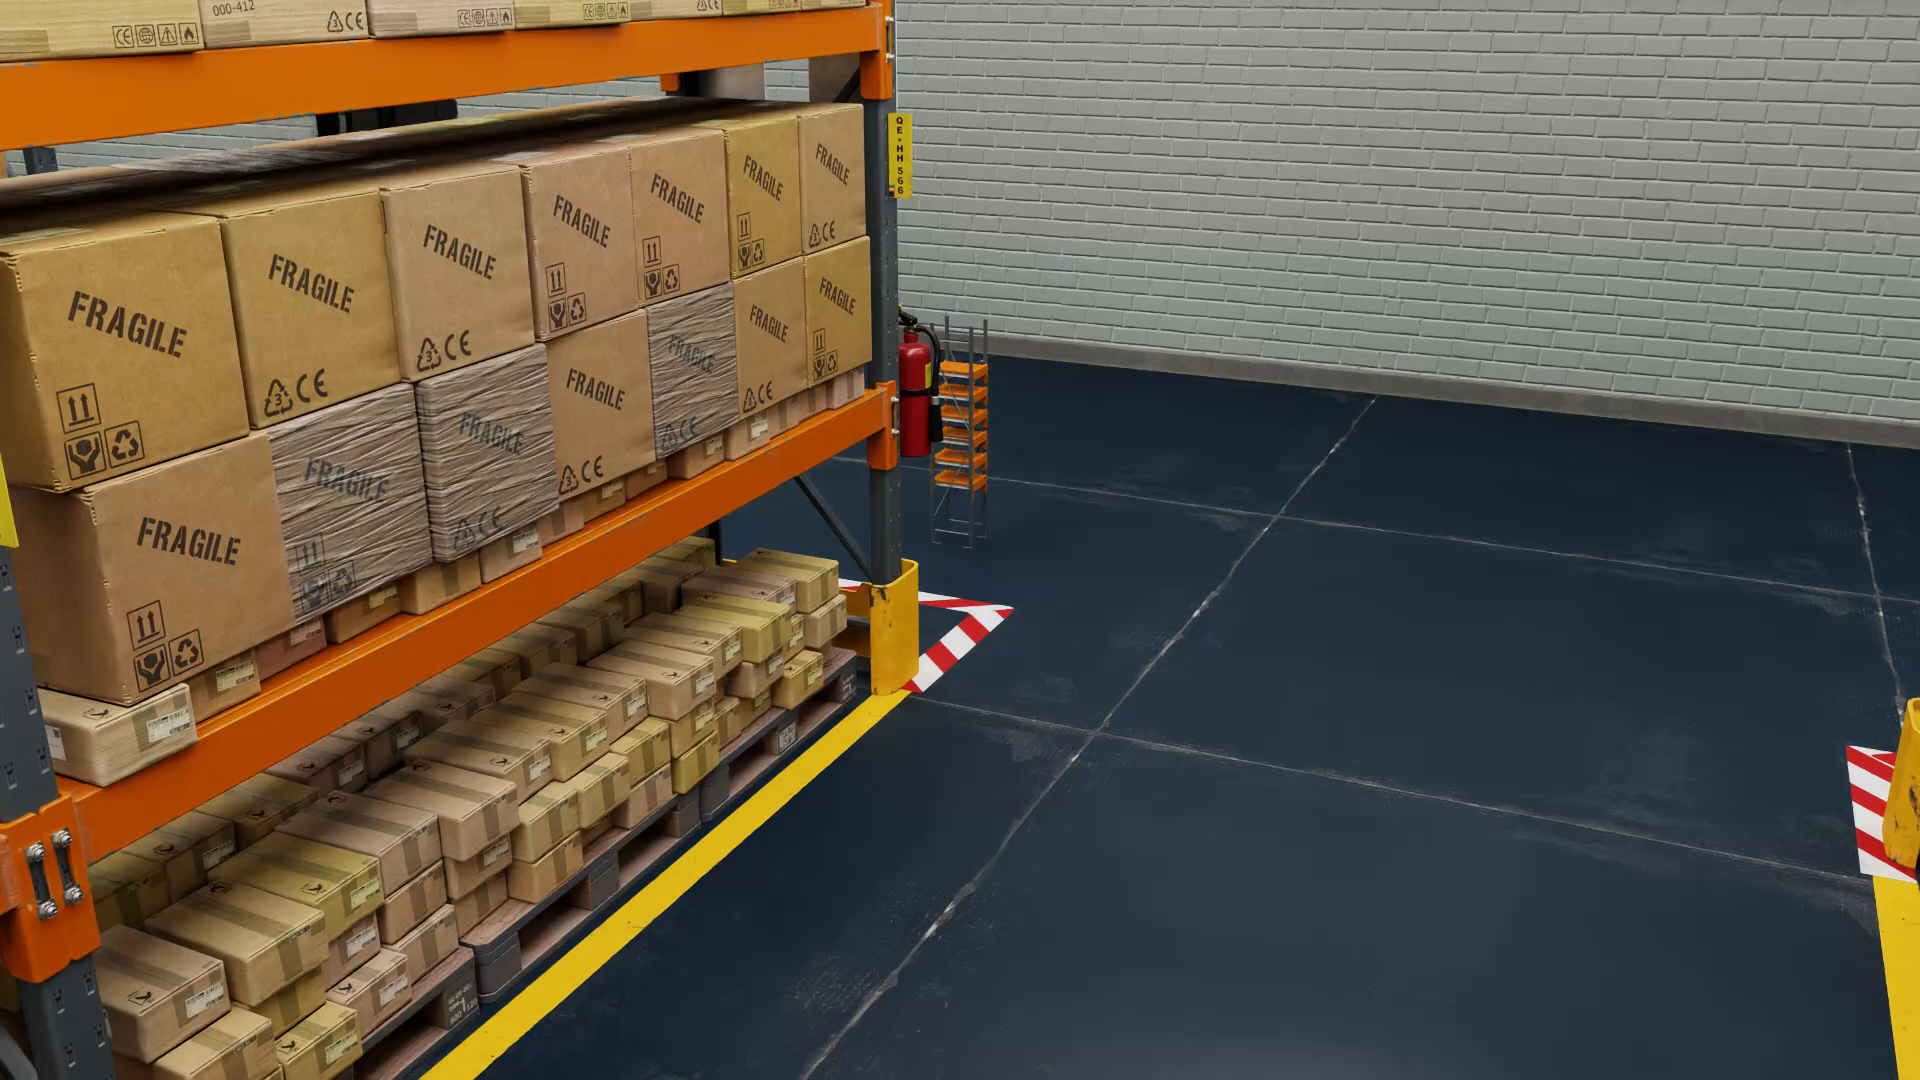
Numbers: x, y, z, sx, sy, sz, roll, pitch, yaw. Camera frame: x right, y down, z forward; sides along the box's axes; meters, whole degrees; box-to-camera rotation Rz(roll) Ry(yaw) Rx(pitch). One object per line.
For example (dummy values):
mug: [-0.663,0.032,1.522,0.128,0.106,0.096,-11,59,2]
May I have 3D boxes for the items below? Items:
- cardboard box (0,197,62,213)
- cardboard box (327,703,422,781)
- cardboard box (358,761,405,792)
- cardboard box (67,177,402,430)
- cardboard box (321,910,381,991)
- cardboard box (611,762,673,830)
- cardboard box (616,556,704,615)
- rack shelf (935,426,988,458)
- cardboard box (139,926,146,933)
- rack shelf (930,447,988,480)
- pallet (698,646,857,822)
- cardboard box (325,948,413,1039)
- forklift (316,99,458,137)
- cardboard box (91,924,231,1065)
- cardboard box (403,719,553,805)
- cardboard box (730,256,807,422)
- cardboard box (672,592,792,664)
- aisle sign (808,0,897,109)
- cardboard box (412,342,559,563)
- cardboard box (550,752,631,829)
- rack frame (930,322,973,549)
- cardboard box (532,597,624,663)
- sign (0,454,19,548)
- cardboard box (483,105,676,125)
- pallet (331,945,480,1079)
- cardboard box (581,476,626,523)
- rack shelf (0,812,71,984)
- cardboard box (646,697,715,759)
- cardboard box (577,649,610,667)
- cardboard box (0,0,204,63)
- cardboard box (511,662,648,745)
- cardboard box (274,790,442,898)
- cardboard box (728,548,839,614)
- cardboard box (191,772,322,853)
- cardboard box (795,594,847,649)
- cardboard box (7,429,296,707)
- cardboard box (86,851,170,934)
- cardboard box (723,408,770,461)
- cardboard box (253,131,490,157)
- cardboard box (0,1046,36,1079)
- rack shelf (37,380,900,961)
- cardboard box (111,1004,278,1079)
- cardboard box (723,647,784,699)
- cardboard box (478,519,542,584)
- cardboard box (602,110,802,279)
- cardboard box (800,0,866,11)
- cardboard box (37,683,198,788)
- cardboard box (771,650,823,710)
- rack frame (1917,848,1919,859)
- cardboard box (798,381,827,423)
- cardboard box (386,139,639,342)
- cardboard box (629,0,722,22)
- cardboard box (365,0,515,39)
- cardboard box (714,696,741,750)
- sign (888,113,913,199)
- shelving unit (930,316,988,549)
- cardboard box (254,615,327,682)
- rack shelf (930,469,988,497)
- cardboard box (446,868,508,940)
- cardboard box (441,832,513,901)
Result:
cardboard box: [-2.425,-0.514,3.852,0.500,0.500,0.500,8,21,21]
cardboard box: [-1.995,0.637,5.441,0.380,0.149,0.250,8,21,21]
cardboard box: [-1.931,0.799,5.430,0.380,0.149,0.250,7,21,20]
cardboard box: [-1.765,-0.598,4.089,0.500,0.500,0.500,8,21,21]
cardboard box: [-1.841,1.094,4.599,0.380,0.149,0.250,8,21,22]
cardboard box: [-1.224,0.843,5.748,0.380,0.149,0.250,9,21,24]
cardboard box: [-1.260,0.182,6.721,0.380,0.149,0.250,9,21,24]
rack shelf: [-0.006,-0.519,8.770,0.258,0.103,0.180,9,21,23]
cardboard box: [-2.432,1.106,4.566,0.380,0.149,0.250,7,21,20]
rack shelf: [-0.006,-0.406,8.810,0.258,0.103,0.180,9,21,23]
pallet: [-1.128,0.683,6.733,1.003,0.211,1.213,9,21,23]
cardboard box: [-1.765,1.239,4.636,0.380,0.149,0.250,8,21,22]
forklift: [-3.208,-1.284,8.206,3.031,2.935,1.130,-10,22,-27]
cardboard box: [-2.040,1.113,4.101,0.380,0.149,0.250,10,22,25]
cardboard box: [-1.514,0.709,5.238,0.380,0.149,0.250,8,21,20]
cardboard box: [-0.897,-0.755,6.023,0.500,0.500,0.500,8,21,22]
cardboard box: [-0.863,0.330,6.305,0.380,0.149,0.250,8,21,21]
aisle sign: [-0.429,-2.103,6.527,0.394,0.787,0.004,9,21,23]
cardboard box: [-1.502,-0.280,4.687,0.500,0.500,0.500,8,21,22]
cardboard box: [-1.309,0.791,5.451,0.380,0.149,0.250,9,21,23]
rack frame: [-0.043,-0.533,8.677,0.240,1.200,0.006,9,21,23]
cardboard box: [-1.506,0.329,6.309,0.380,0.149,0.250,7,21,20]
sign: [-1.863,-0.145,3.172,0.100,0.325,0.005,9,21,23]
cardboard box: [-1.359,-1.300,6.062,0.500,0.500,0.500,9,22,24]
pallet: [-2.128,1.429,4.636,1.003,0.211,1.213,9,21,23]
cardboard box: [-1.310,-0.176,5.361,0.380,0.149,0.250,9,21,24]
rack shelf: [-3.189,1.276,1.979,1.077,0.370,4.000,9,21,23]
cardboard box: [-1.100,0.627,5.912,0.380,0.149,0.250,9,21,24]
cardboard box: [-1.568,0.459,6.385,0.380,0.149,0.250,9,22,24]
cardboard box: [-1.940,-1.123,3.396,0.500,0.250,0.500,10,22,25]
cardboard box: [-1.296,0.555,5.671,0.380,0.149,0.250,8,21,21]
cardboard box: [-1.729,0.870,4.785,0.380,0.149,0.250,8,21,21]
cardboard box: [-0.718,0.164,6.771,0.380,0.149,0.250,9,21,23]
cardboard box: [-2.121,0.817,4.936,0.380,0.149,0.250,9,22,24]
cardboard box: [-0.688,0.308,6.810,0.380,0.149,0.250,8,21,21]
cardboard box: [-1.938,0.021,3.839,0.500,0.500,0.500,8,21,22]
cardboard box: [-2.394,0.962,4.526,0.380,0.149,0.250,9,21,23]
cardboard box: [-0.916,-0.410,6.020,0.380,0.149,0.250,9,22,24]
cardboard box: [-1.798,-0.988,5.184,0.500,0.500,0.500,8,21,21]
cardboard box: [-2.521,1.304,4.453,0.380,0.149,0.250,9,21,23]
rack shelf: [-1.551,0.053,5.417,1.077,0.370,4.000,9,21,23]
cardboard box: [-1.930,1.264,4.123,0.380,0.149,0.250,10,22,25]
cardboard box: [-0.899,0.467,6.362,0.380,0.149,0.250,8,21,20]
cardboard box: [-1.461,-0.007,4.888,0.380,0.149,0.250,10,22,25]
cardboard box: [-0.900,-1.227,5.857,0.500,0.500,0.500,8,21,21]
cardboard box: [-0.677,-2.065,6.045,0.500,0.250,0.500,8,21,22]
cardboard box: [-1.956,0.402,3.737,0.380,0.149,0.250,9,22,25]
cardboard box: [-0.771,0.530,6.630,0.380,0.149,0.250,9,22,24]
rack frame: [3.825,-0.249,5.193,1.000,3.000,0.127,9,21,23]
cardboard box: [-0.744,-0.570,6.469,0.380,0.149,0.250,9,21,23]
cardboard box: [-1.319,-0.905,4.950,0.500,0.500,0.500,8,21,21]
cardboard box: [-1.095,-1.758,5.183,0.500,0.250,0.500,10,22,25]
cardboard box: [-1.512,-1.434,4.270,0.500,0.250,0.500,10,22,25]
cardboard box: [-1.047,0.676,6.219,0.380,0.149,0.250,9,21,23]
sign: [-0.234,-1.510,6.538,0.100,0.325,0.005,9,21,23]
shelving unit: [-0.006,-0.561,8.755,0.258,1.200,0.189,9,21,23]
cardboard box: [-1.856,0.224,4.237,0.380,0.149,0.250,8,21,20]
rack shelf: [-0.006,-0.293,8.851,0.258,0.103,0.180,9,21,23]
cardboard box: [-1.628,1.067,5.119,0.380,0.149,0.250,8,21,20]
cardboard box: [-1.594,0.932,5.057,0.380,0.149,0.250,10,22,25]
